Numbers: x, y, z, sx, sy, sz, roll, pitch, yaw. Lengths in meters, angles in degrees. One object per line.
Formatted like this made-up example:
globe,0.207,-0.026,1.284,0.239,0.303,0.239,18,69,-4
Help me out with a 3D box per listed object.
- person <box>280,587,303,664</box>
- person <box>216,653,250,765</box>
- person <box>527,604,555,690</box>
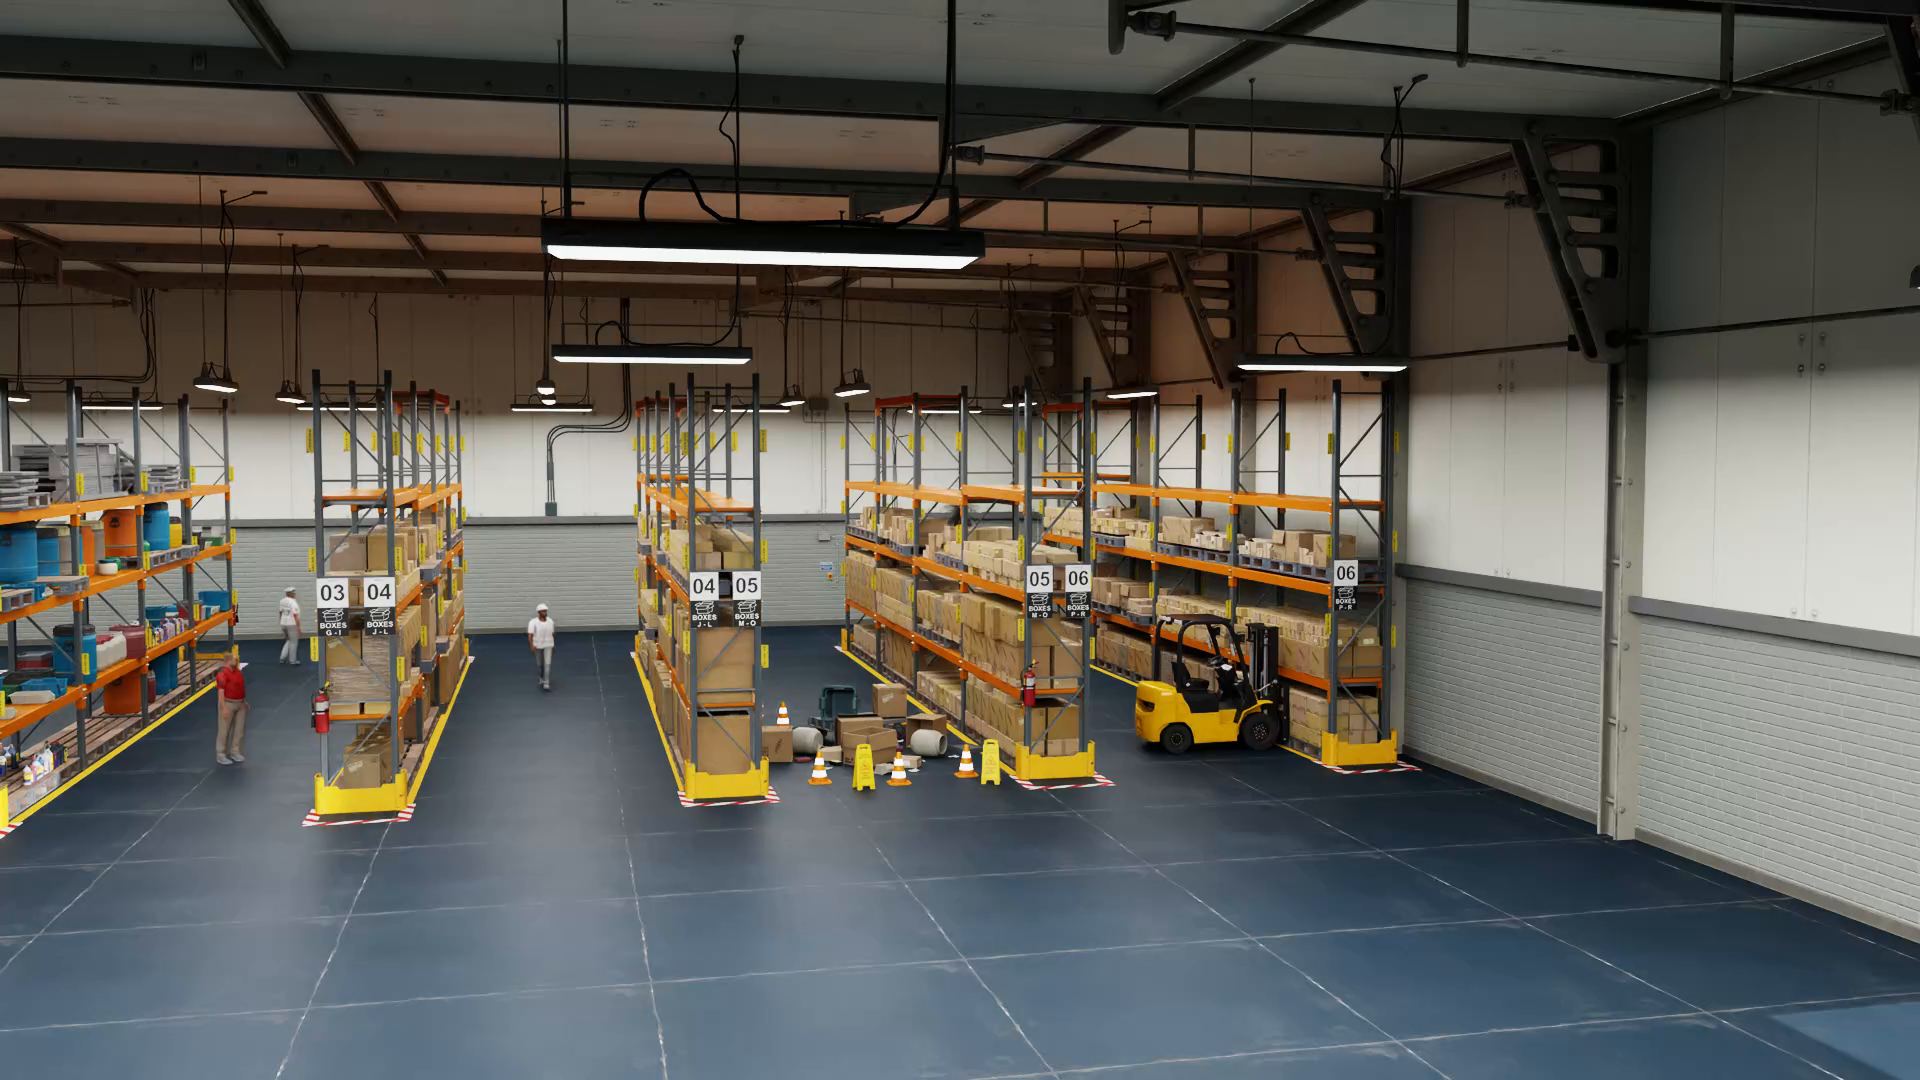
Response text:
person,-15.174,1.957,37.713,0.591,1.803,0.404,3,4,37
person,-11.433,2.630,26.112,0.387,1.741,0.587,1,4,22
person,-8.557,2.175,33.953,0.507,1.722,1.037,0,3,-4
